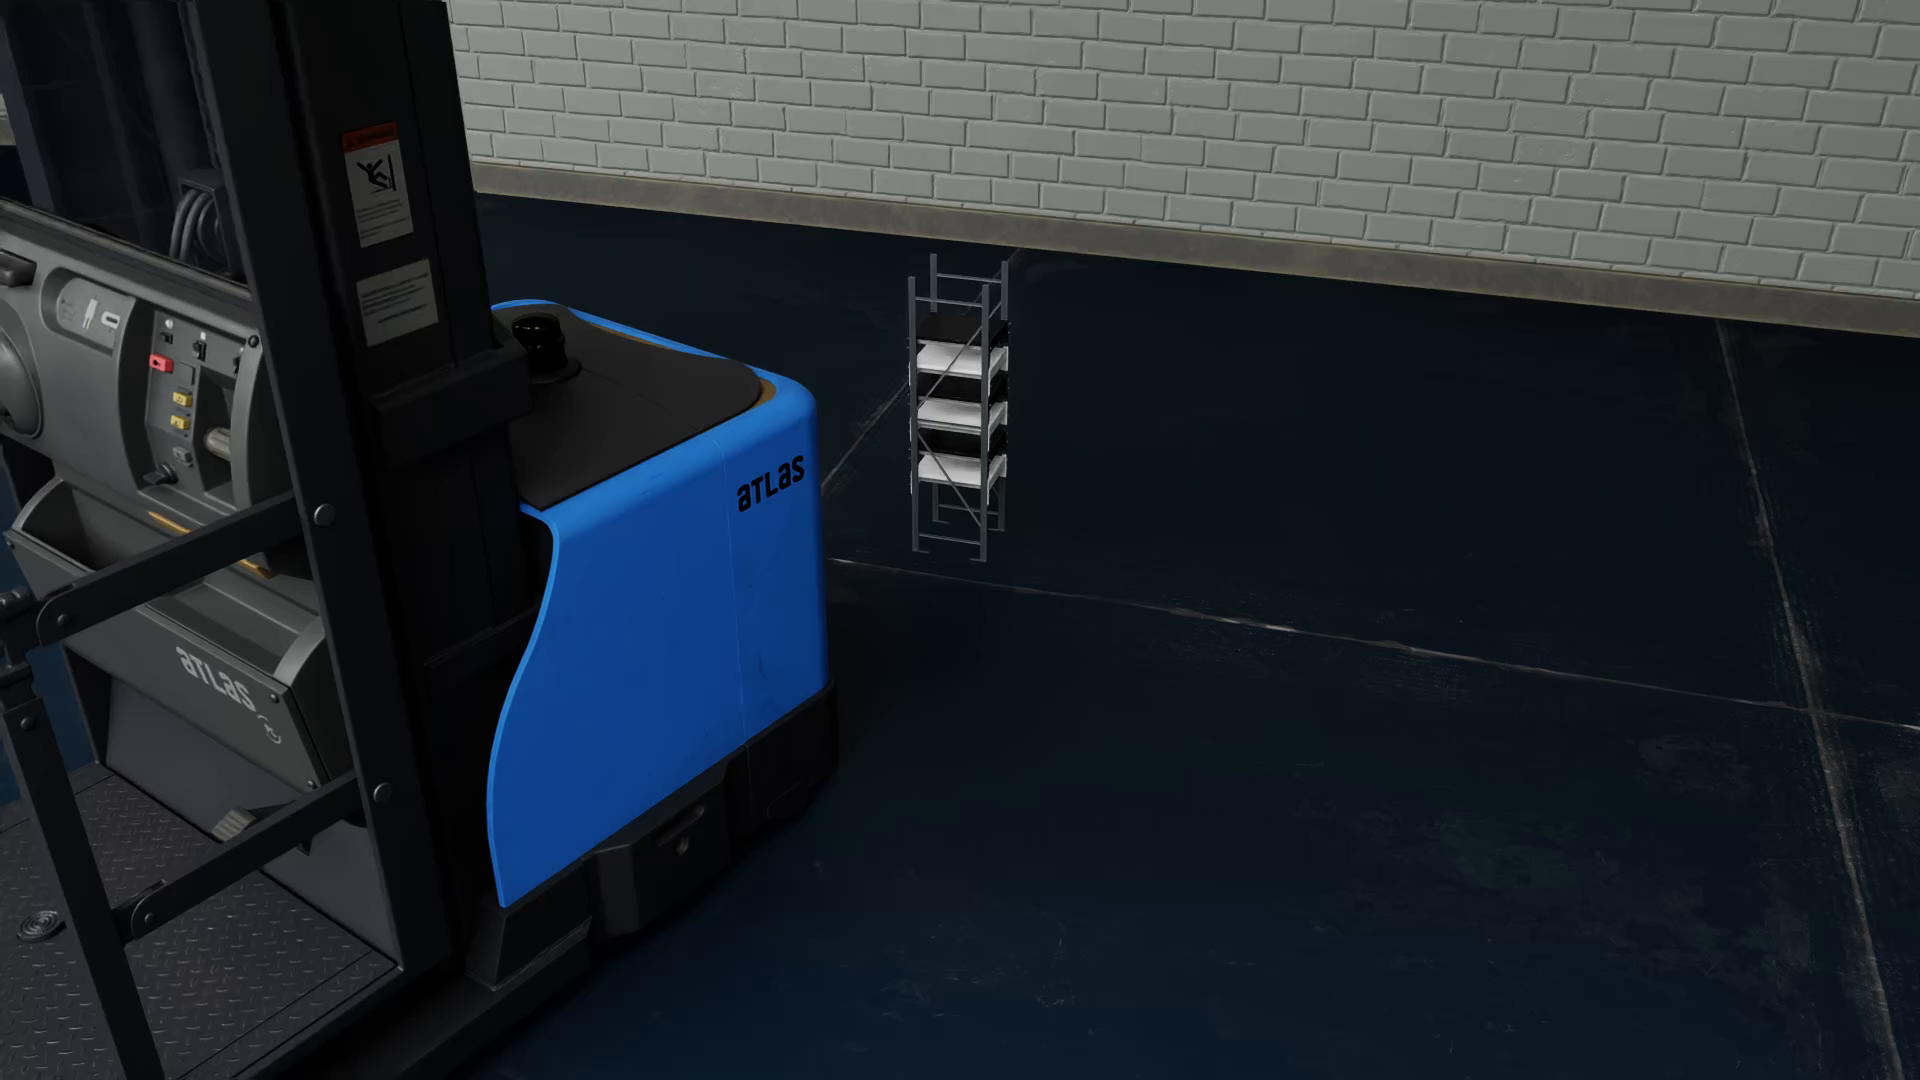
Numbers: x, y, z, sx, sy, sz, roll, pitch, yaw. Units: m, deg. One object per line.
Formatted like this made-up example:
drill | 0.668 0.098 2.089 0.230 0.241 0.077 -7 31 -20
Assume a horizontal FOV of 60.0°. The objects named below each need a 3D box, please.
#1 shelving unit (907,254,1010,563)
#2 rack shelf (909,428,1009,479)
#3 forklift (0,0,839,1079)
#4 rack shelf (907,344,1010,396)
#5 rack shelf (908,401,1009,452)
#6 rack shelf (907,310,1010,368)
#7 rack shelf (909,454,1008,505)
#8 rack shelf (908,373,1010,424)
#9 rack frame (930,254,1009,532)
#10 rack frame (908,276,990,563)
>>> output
shelving unit | -0.002 -0.389 5.024 0.258 0.900 0.210 8 30 15
rack shelf | -0.002 -0.282 5.084 0.258 0.077 0.200 8 30 15
forklift | -1.583 -0.249 2.683 1.130 2.935 3.031 20 35 31
rack shelf | -0.002 -0.518 4.953 0.258 0.077 0.200 8 30 15
rack shelf | -0.002 -0.360 5.041 0.258 0.077 0.200 8 30 15
rack shelf | -0.002 -0.596 4.909 0.258 0.077 0.200 8 30 15
rack shelf | -0.002 -0.203 5.128 0.258 0.077 0.200 8 30 15
rack shelf | -0.002 -0.439 4.997 0.258 0.077 0.200 8 30 15
rack frame | 0.027 -0.437 5.109 0.240 0.900 0.006 8 30 15
rack frame | -0.032 -0.342 4.940 0.240 0.900 0.006 8 30 15
